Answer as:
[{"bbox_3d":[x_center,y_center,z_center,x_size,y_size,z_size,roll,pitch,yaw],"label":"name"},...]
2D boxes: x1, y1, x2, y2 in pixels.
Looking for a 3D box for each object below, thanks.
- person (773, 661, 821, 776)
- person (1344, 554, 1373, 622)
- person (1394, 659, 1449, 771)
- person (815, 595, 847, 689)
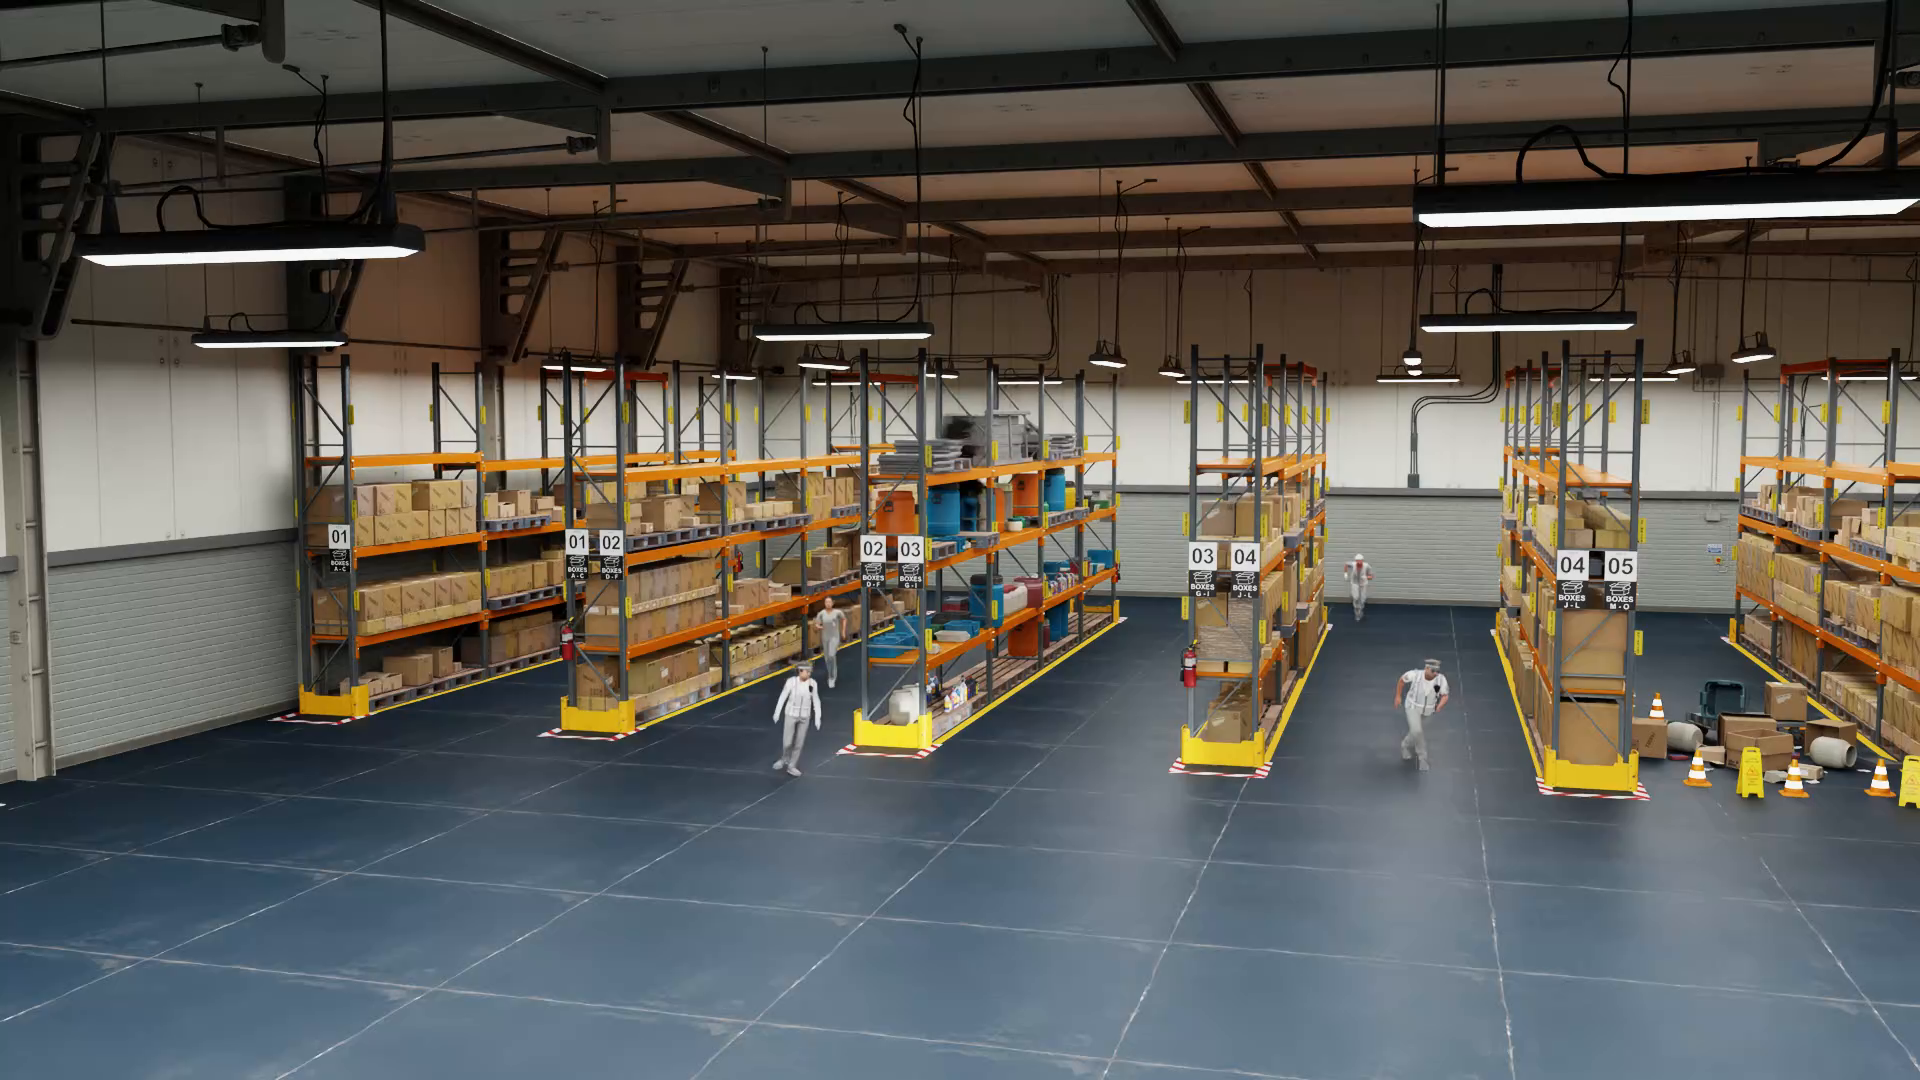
[{"bbox_3d":[-2.261,2.468,23.093,0.633,1.630,0.545,-1,5,-18],"label":"person"},{"bbox_3d":[9.704,1.156,40.511,0.699,1.687,0.996,1,4,15],"label":"person"},{"bbox_3d":[6.550,2.428,23.691,0.687,1.582,1.091,0,4,-3],"label":"person"},{"bbox_3d":[-2.388,1.872,30.666,0.513,1.713,0.817,1,4,11],"label":"person"}]
